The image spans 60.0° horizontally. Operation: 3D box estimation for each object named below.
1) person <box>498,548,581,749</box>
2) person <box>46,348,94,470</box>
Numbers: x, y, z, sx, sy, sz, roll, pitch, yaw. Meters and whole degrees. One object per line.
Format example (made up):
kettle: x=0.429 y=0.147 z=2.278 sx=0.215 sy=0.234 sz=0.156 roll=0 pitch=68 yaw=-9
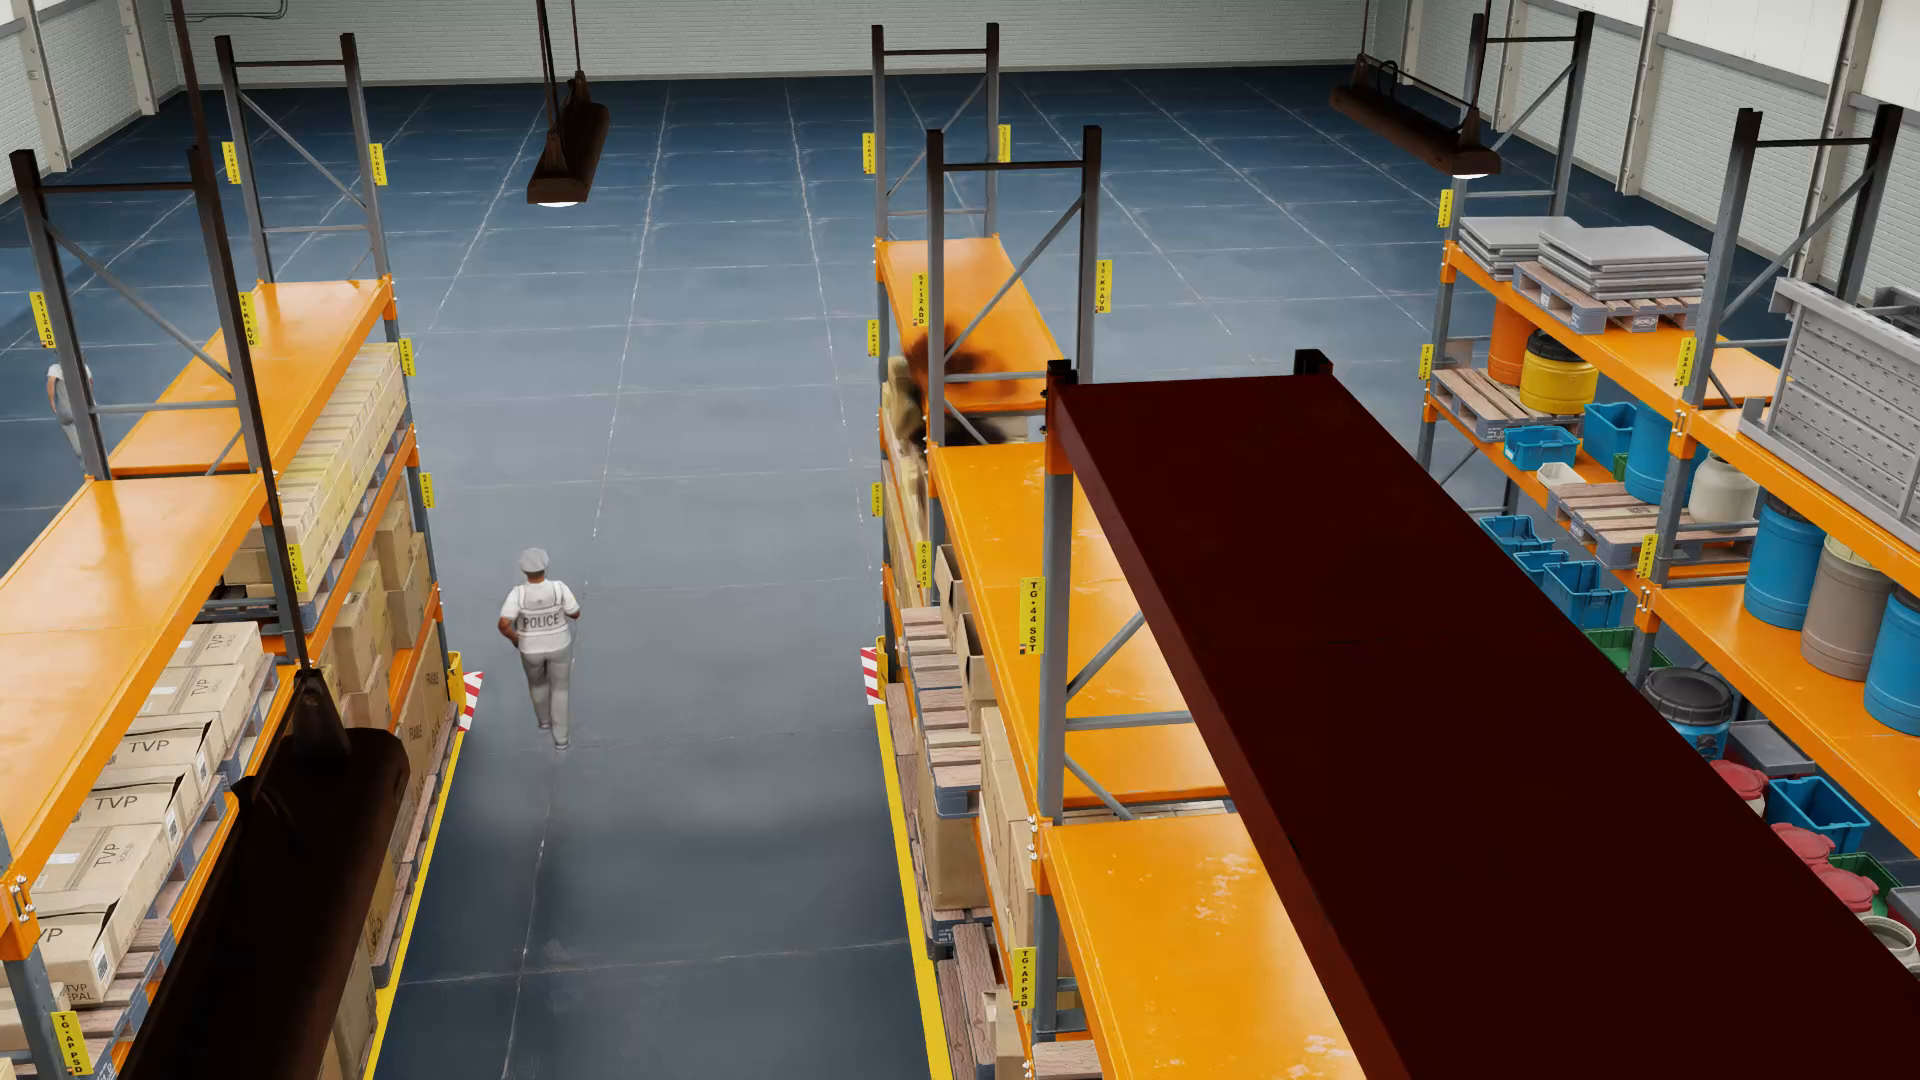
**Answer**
person: x=-3.460 y=0.918 z=13.865 sx=0.645 sy=1.863 sz=0.739 roll=-4 pitch=26 yaw=-9
person: x=-10.528 y=-1.537 z=19.805 sx=0.588 sy=1.666 sz=0.812 roll=-23 pitch=34 yaw=-39
